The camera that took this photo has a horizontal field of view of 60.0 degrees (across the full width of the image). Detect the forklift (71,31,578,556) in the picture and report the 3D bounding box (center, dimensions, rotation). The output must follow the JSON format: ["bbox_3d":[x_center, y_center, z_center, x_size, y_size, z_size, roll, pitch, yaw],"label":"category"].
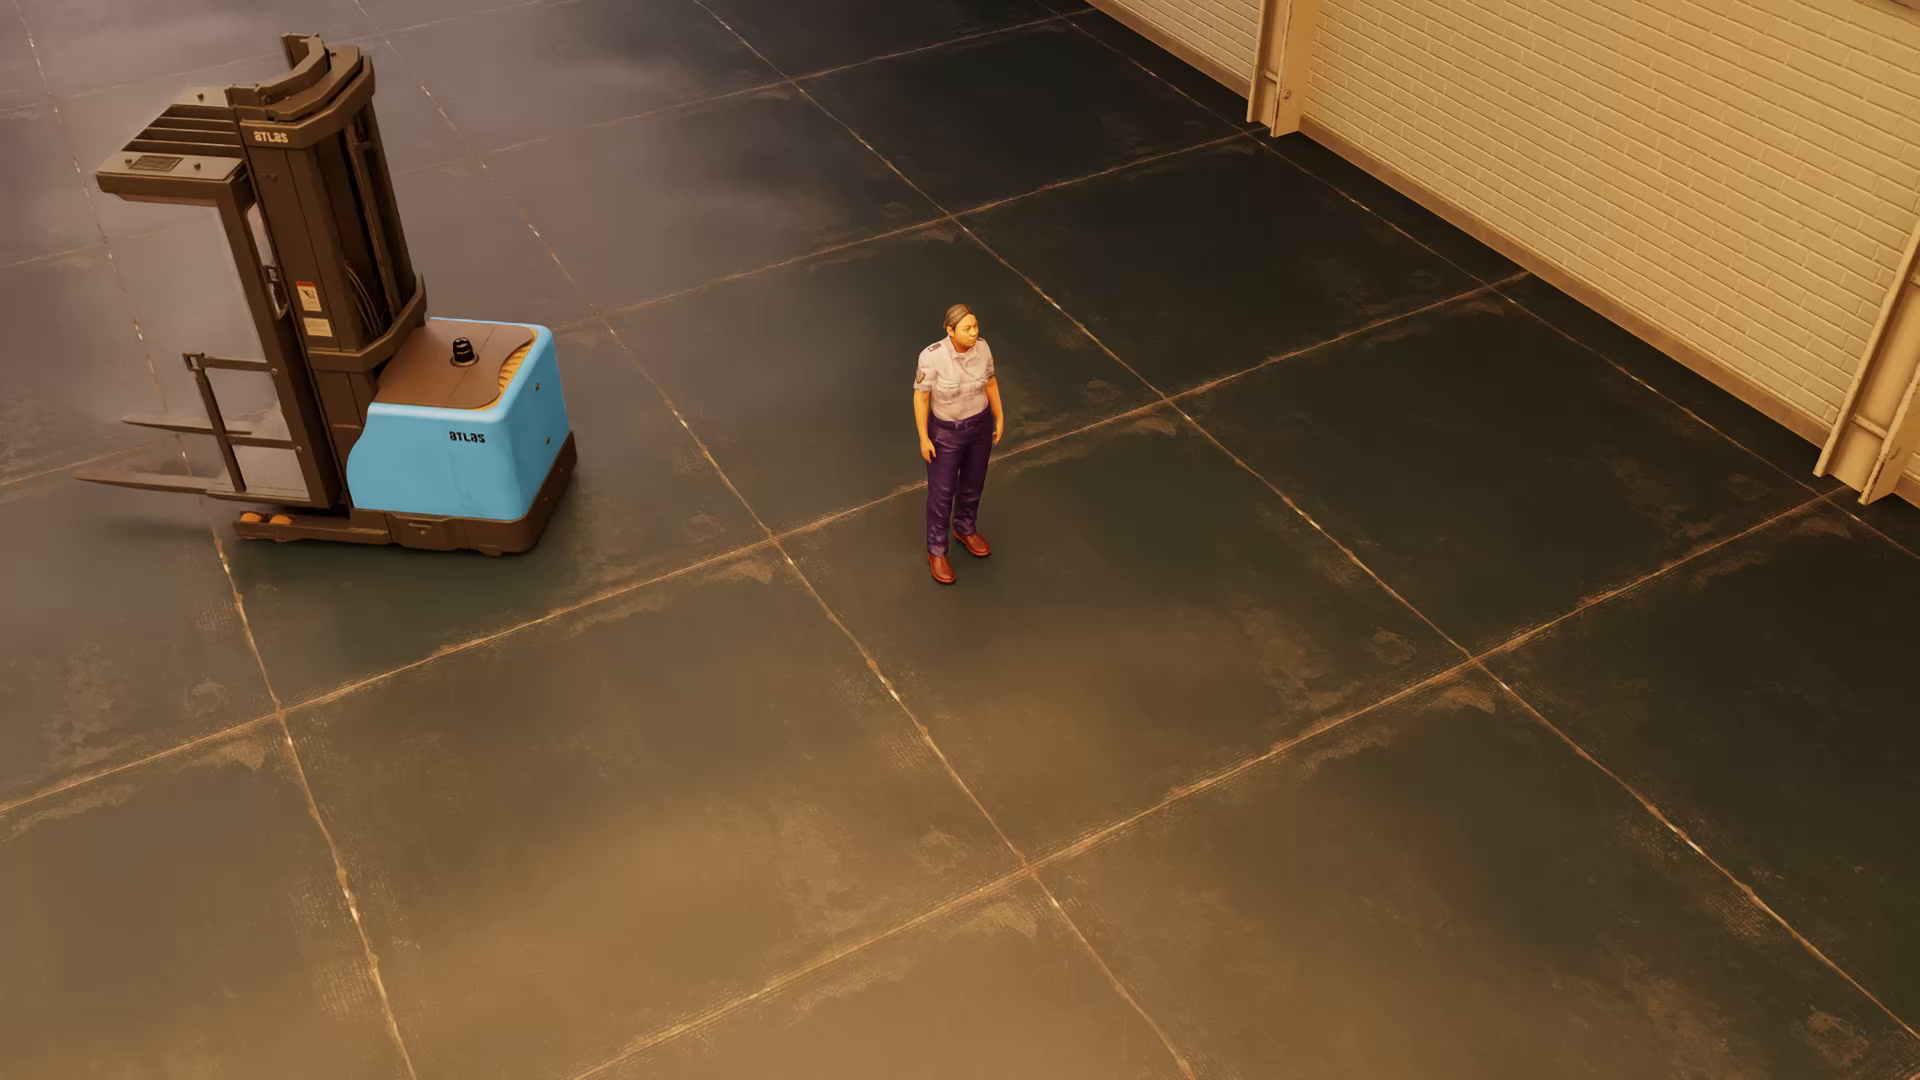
[{"bbox_3d":[-4.053,-1.444,9.777,3.031,2.935,1.130,5,40,6],"label":"forklift"}]

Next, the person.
[{"bbox_3d":[0.025,-0.584,9.732,0.598,1.651,0.503,-20,44,-23],"label":"person"}]
